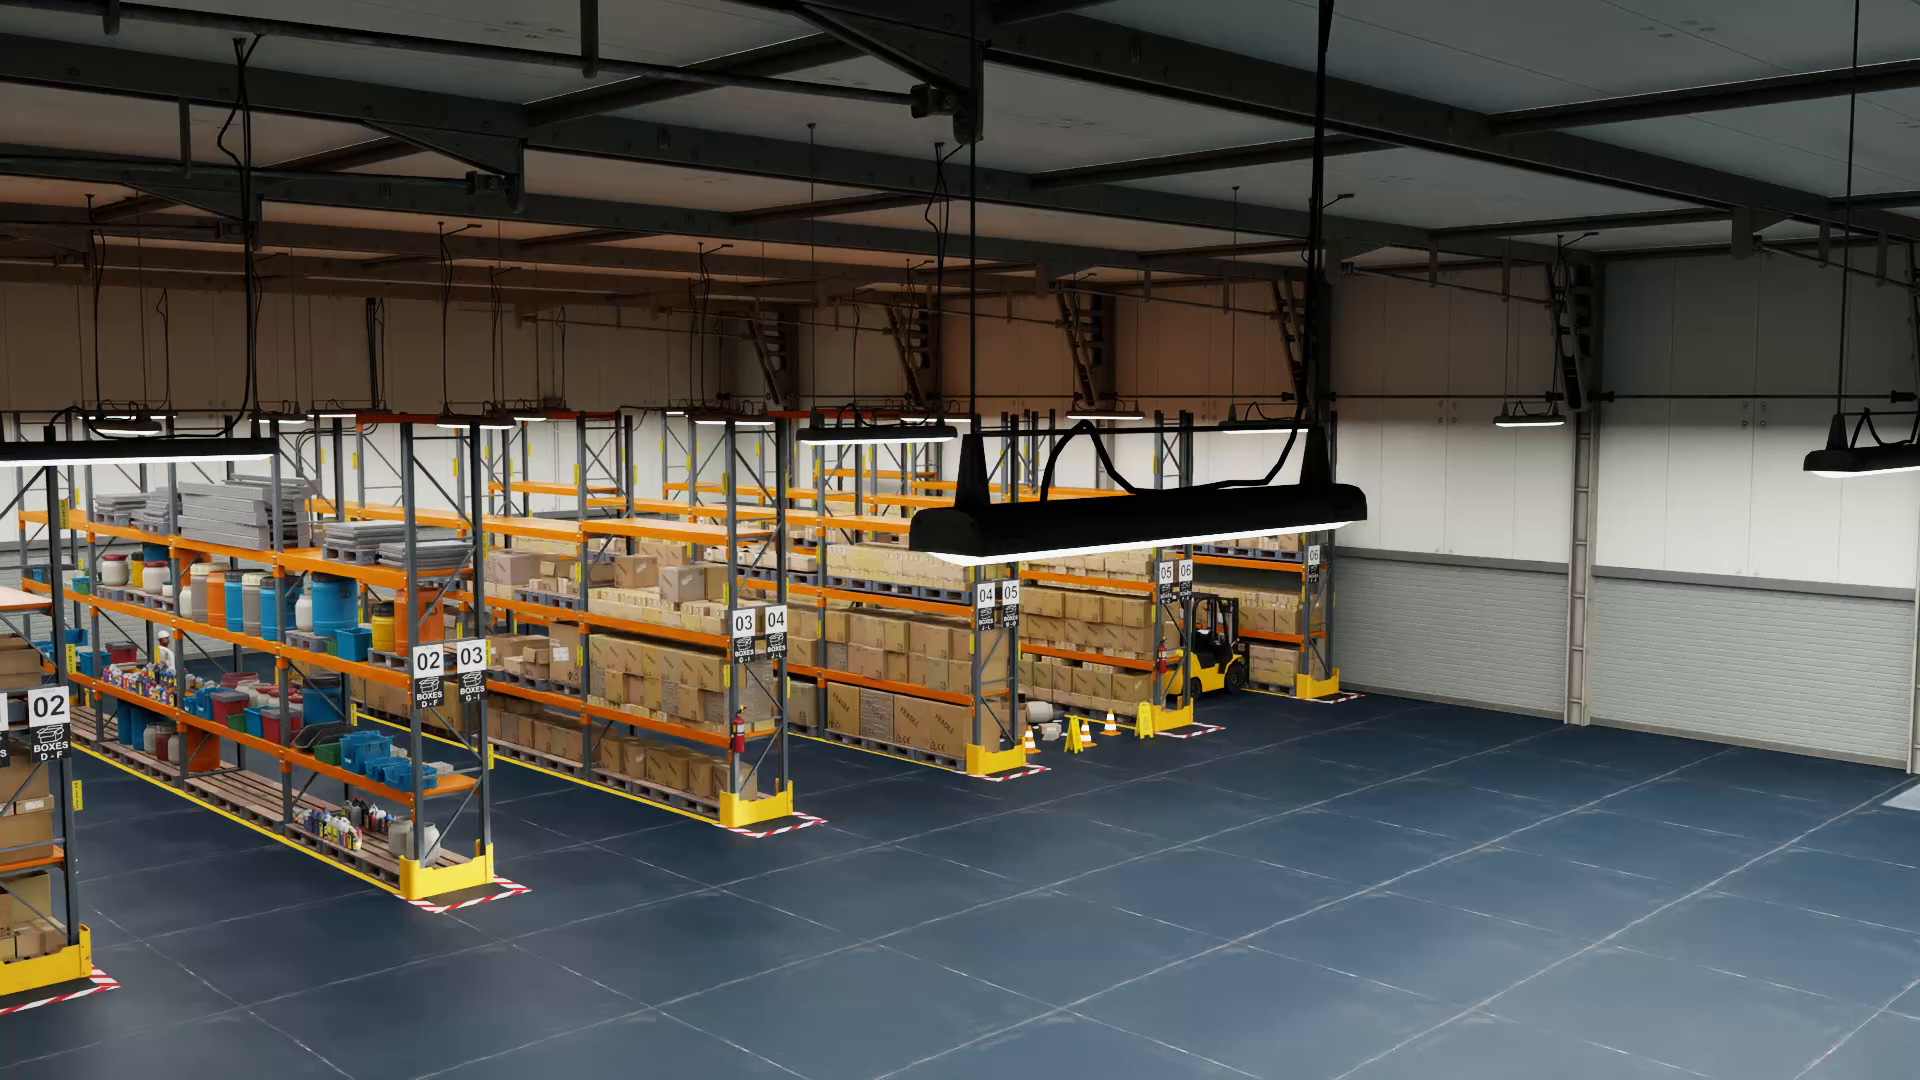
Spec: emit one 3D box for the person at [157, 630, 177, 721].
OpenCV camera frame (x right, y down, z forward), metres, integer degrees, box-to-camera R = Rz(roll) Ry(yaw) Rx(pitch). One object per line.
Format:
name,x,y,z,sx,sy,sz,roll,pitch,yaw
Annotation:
person,-15.349,2.636,32.216,0.475,1.790,0.602,-4,6,-38
